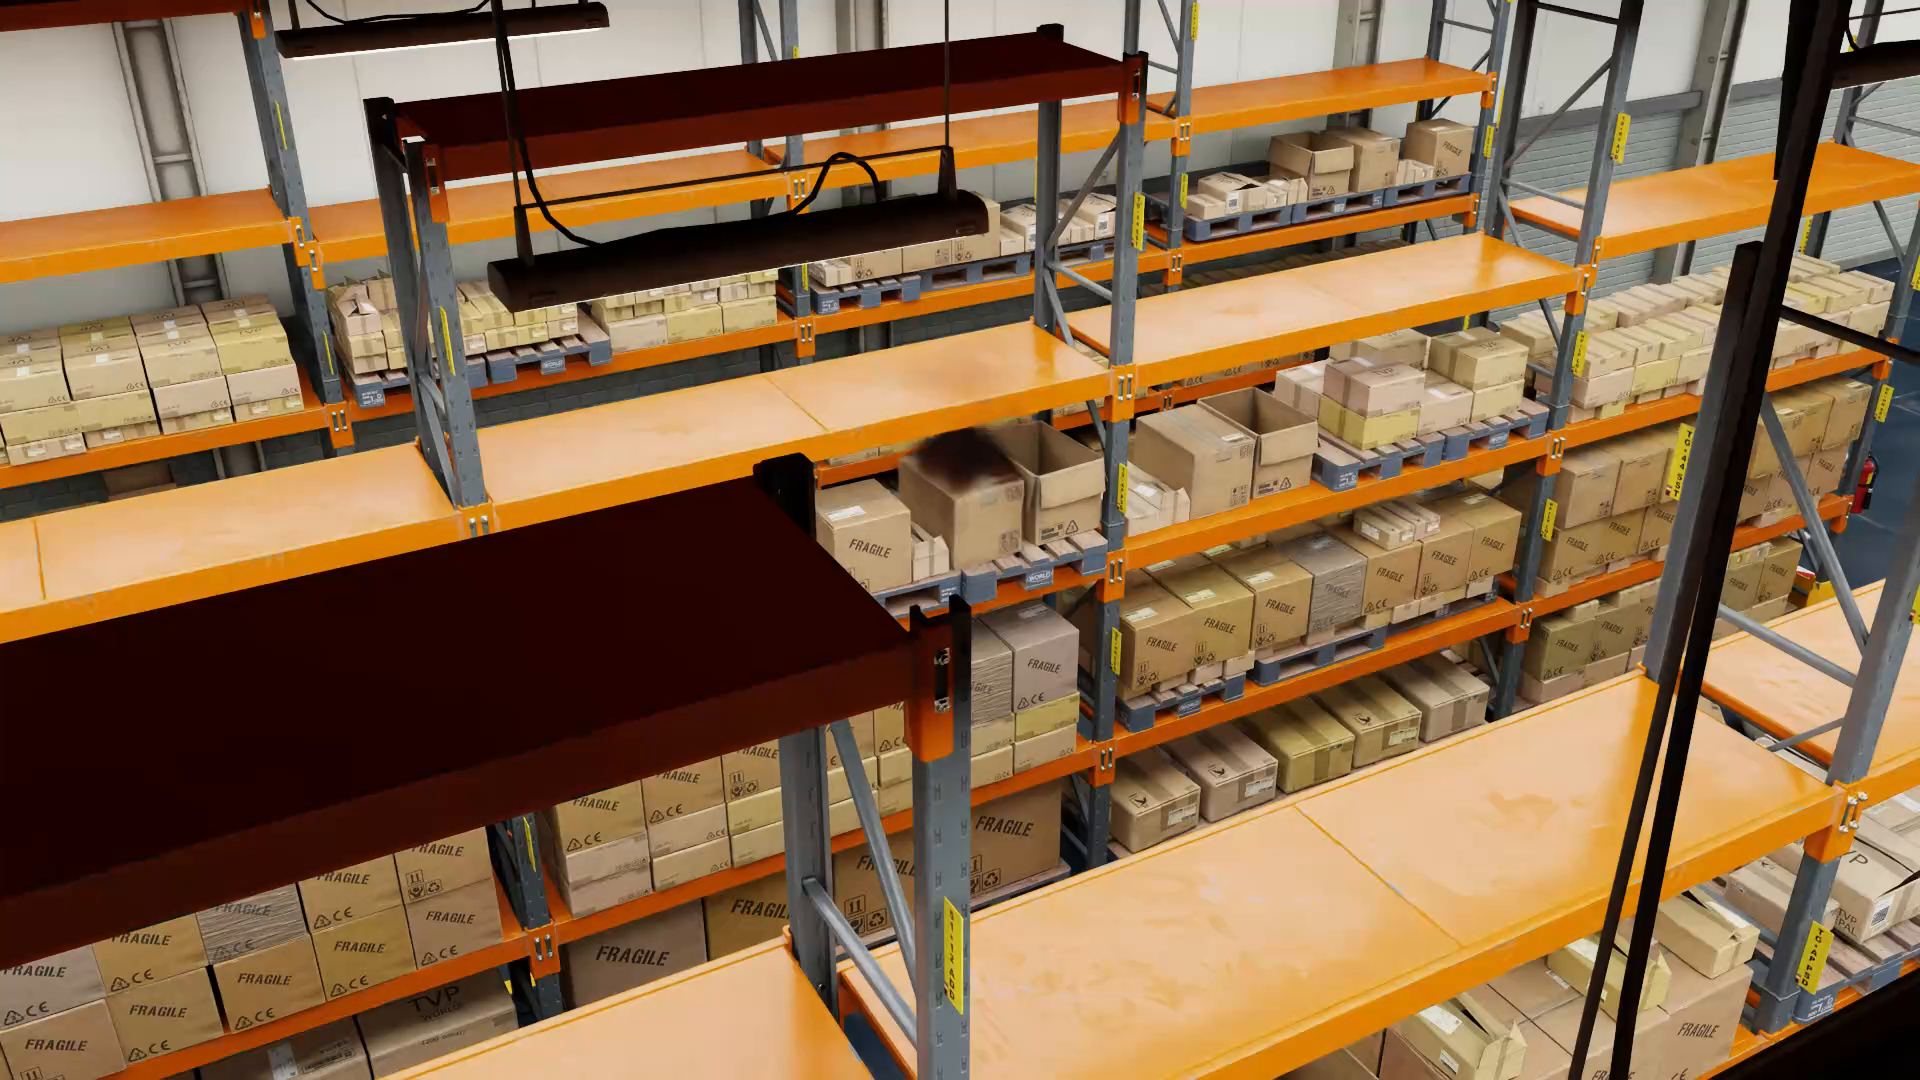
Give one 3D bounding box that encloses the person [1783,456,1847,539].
[{"bbox_3d":[8.465,-0.785,16.589,0.676,1.805,0.456,-9,29,-16],"label":"person"}]
